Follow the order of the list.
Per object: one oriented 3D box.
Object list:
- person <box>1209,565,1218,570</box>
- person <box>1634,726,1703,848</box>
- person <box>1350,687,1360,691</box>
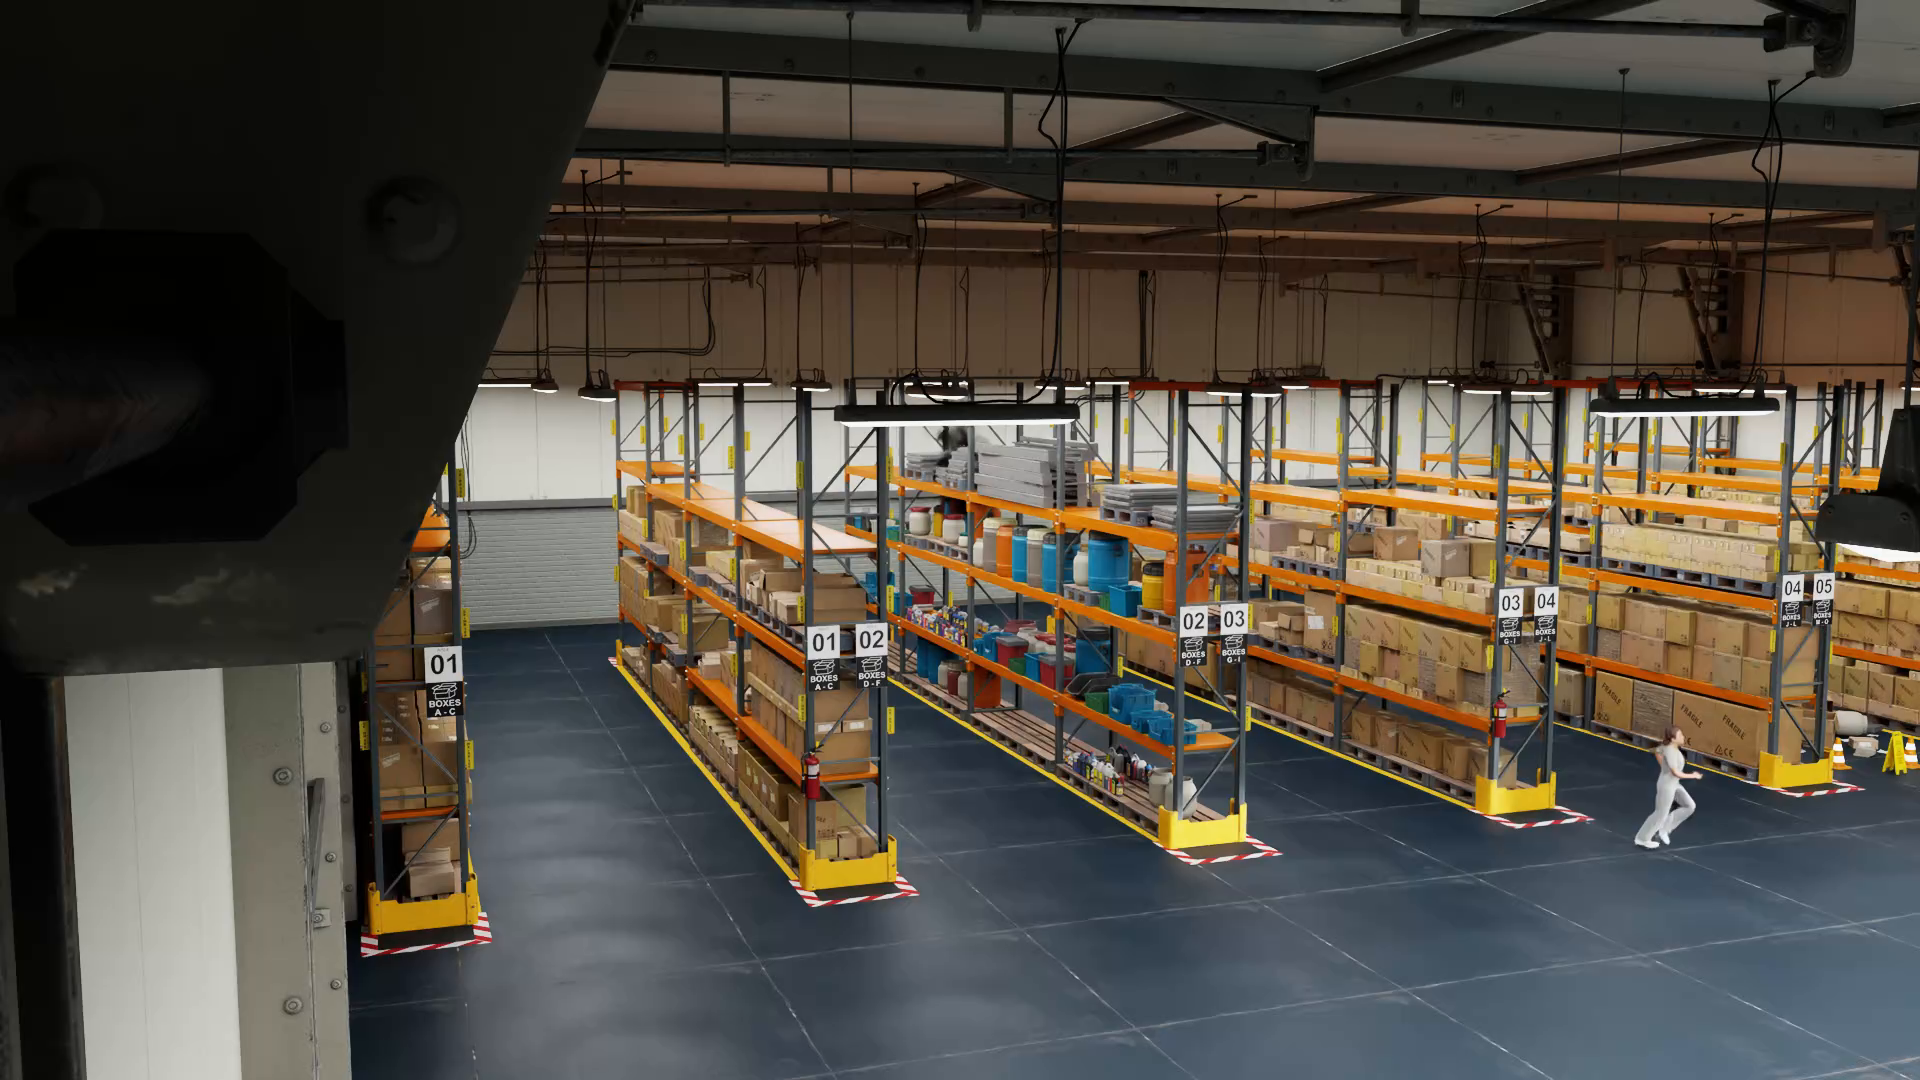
[{"bbox_3d":[6.132,0.842,40.701,0.387,0.515,0.597,-6,8,-42],"label":"person"},{"bbox_3d":[9.259,3.215,21.689,0.787,1.620,0.583,3,7,27],"label":"person"},{"bbox_3d":[7.640,2.243,32.527,0.345,1.353,0.691,-3,7,-23],"label":"person"}]
